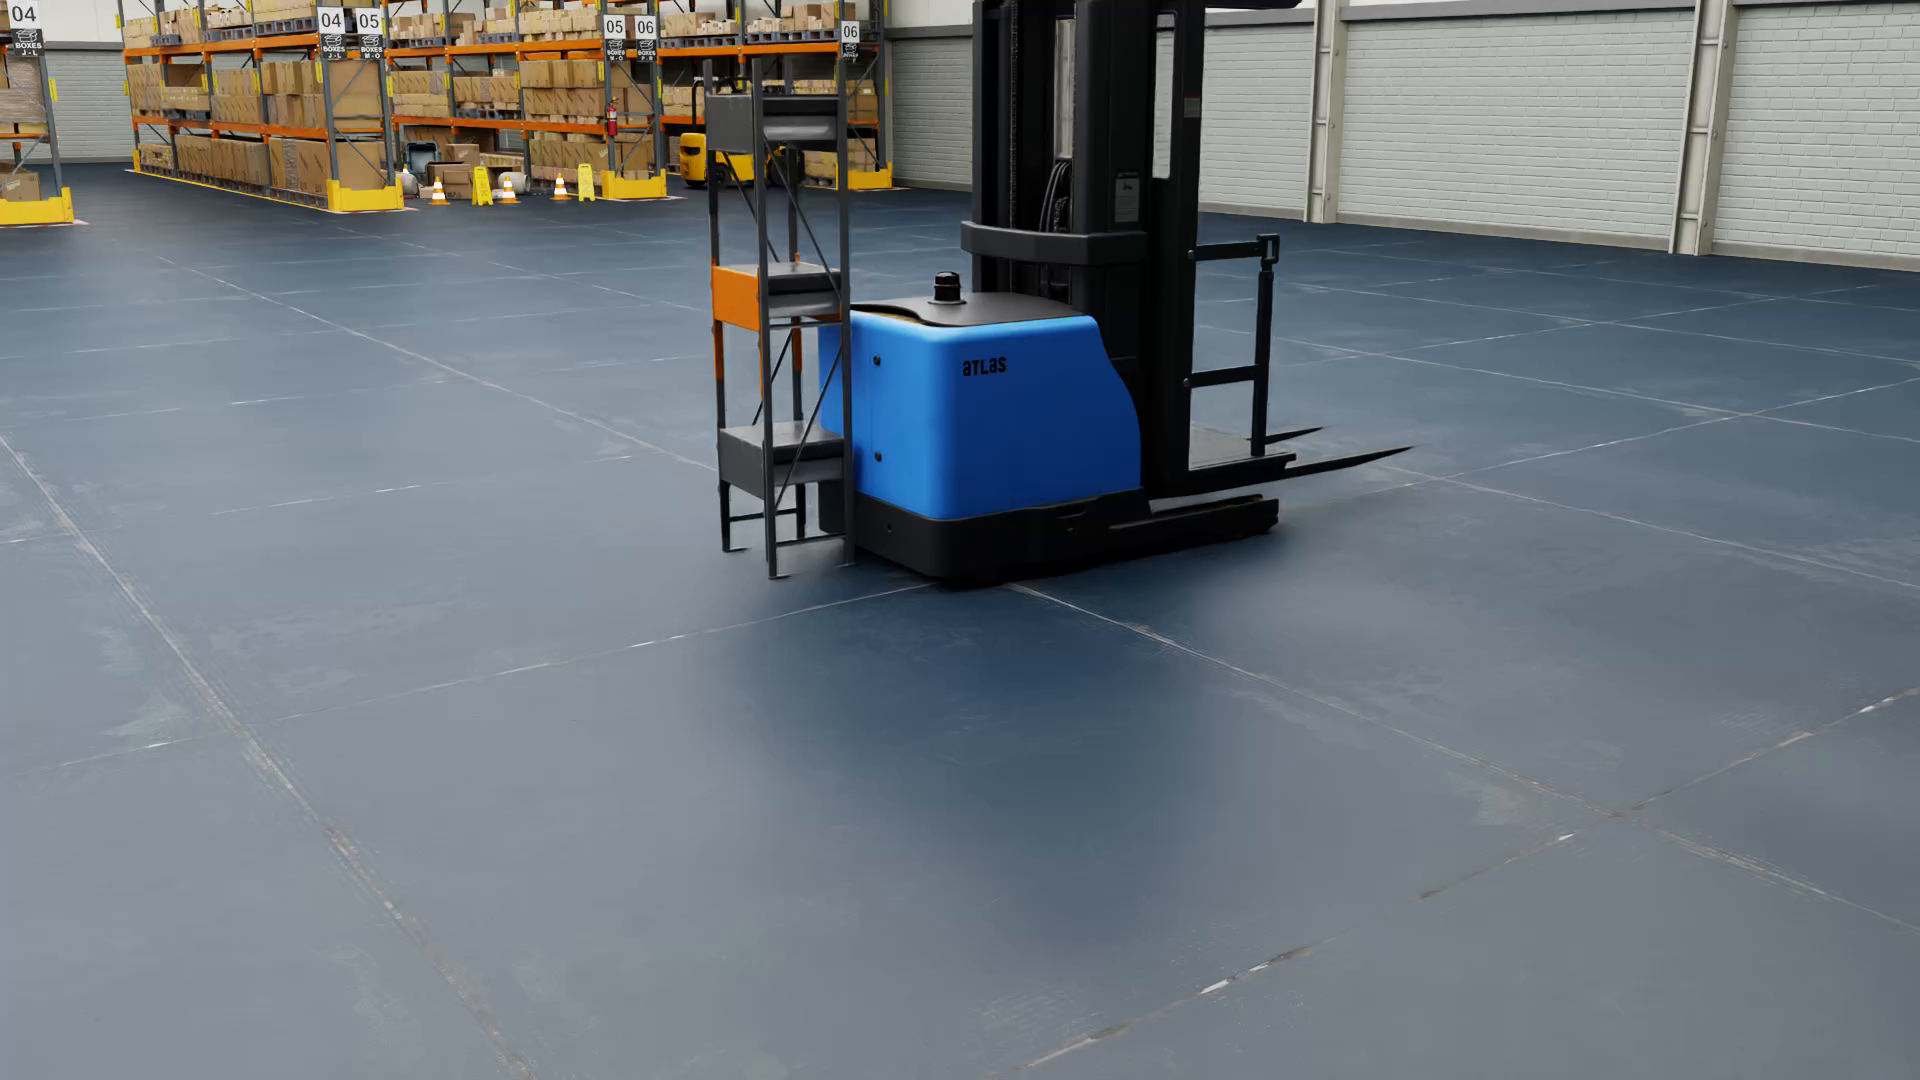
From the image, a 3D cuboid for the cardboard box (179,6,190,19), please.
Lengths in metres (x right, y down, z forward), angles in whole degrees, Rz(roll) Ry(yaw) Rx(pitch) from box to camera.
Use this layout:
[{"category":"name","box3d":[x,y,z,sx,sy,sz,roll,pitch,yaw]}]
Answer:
[{"category":"cardboard box","box3d":[-15.818,-10.850,34.214,0.396,0.266,0.258,-11,19,-35]}]

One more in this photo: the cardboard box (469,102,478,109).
[{"category":"cardboard box","box3d":[-10.204,-9.248,35.363,0.380,0.149,0.250,-11,19,-34]}]

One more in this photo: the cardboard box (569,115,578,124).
[{"category":"cardboard box","box3d":[-7.150,-7.937,31.371,0.380,0.149,0.250,-11,19,-35]}]

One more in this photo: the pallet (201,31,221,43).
[{"category":"pallet","box3d":[-14.176,-9.894,32.721,1.213,0.211,1.003,-10,18,-32]}]

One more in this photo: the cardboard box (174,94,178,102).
[{"category":"cardboard box","box3d":[-16.314,-9.312,35.034,0.380,0.149,0.250,-11,19,-35]}]

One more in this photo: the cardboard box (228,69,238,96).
[{"category":"cardboard box","box3d":[-13.739,-8.884,32.270,0.700,0.500,0.500,-11,19,-35]}]

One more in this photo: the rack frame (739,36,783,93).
[{"category":"rack frame","box3d":[-4.288,-9.375,36.147,1.000,3.000,0.127,-11,19,-35]}]

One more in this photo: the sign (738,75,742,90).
[{"category":"sign","box3d":[-4.721,-9.809,35.690,0.100,0.325,0.005,-11,19,-35]}]

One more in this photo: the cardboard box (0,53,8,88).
[{"category":"cardboard box","box3d":[-14.488,-6.965,24.693,0.500,0.500,0.500,-11,19,-35]}]

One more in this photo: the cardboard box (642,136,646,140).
[{"category":"cardboard box","box3d":[-7.440,-9.722,40.125,0.380,0.149,0.250,-12,19,-36]}]

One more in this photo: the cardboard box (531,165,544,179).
[{"category":"cardboard box","box3d":[-8.172,-7.312,33.024,0.500,0.250,0.500,-12,19,-37]}]

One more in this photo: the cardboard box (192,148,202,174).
[{"category":"cardboard box","box3d":[-15.822,-7.987,35.014,0.500,0.500,0.500,-12,19,-37]}]

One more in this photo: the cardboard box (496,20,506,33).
[{"category":"cardboard box","box3d":[-9.055,-10.392,33.669,0.500,0.250,0.500,-11,19,-34]}]

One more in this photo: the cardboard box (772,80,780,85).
[{"category":"cardboard box","box3d":[-3.714,-9.548,34.799,0.380,0.149,0.250,-11,19,-35]}]

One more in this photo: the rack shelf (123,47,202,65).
[{"category":"rack shelf","box3d":[-18.125,-11.049,37.944,1.077,0.370,4.000,-11,19,-35]}]

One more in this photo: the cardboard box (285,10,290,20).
[{"category":"cardboard box","box3d":[-11.110,-8.826,27.950,0.380,0.149,0.250,-11,19,-34]}]

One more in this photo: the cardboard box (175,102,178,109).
[{"category":"cardboard box","box3d":[-16.317,-9.170,35.079,0.380,0.149,0.250,-11,19,-36]}]

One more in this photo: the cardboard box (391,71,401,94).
[{"category":"cardboard box","box3d":[-12.978,-10.704,38.919,0.500,0.500,0.500,-11,19,-34]}]

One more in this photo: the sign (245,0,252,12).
[{"category":"sign","box3d":[-12.679,-9.576,29.622,0.100,0.325,0.005,-11,19,-35]}]

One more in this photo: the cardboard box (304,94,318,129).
[{"category":"cardboard box","box3d":[-10.489,-7.218,27.983,0.875,0.550,0.550,-11,19,-35]}]

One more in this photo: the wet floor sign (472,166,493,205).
[{"category":"wet floor sign","box3d":[-8.275,-6.125,28.734,0.232,0.644,0.267,14,21,42]}]

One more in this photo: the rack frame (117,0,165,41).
[{"category":"rack frame","box3d":[-19.301,-13.270,39.014,1.000,3.000,0.127,-11,19,-35]}]

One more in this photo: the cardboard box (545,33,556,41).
[{"category":"cardboard box","box3d":[-7.629,-9.536,31.529,0.380,0.149,0.250,-11,19,-36]}]

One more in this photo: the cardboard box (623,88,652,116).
[{"category":"cardboard box","box3d":[-6.003,-8.086,30.683,0.500,0.500,0.500,-11,19,-35]}]

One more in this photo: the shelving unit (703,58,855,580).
[{"category":"shelving unit","box3d":[-0.754,-0.928,6.990,0.431,2.100,0.503,-9,18,-30]}]

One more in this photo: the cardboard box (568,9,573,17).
[{"category":"cardboard box","box3d":[-7.050,-9.774,30.890,0.380,0.149,0.250,-12,19,-36]}]

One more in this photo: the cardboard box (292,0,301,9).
[{"category":"cardboard box","box3d":[-10.701,-8.897,27.453,0.500,0.250,0.500,-11,19,-34]}]

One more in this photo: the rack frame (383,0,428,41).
[{"category":"rack frame","box3d":[-13.005,-13.206,38.779,1.000,3.000,0.127,-11,19,-35]}]

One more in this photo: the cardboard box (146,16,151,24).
[{"category":"cardboard box","box3d":[-17.696,-11.455,36.646,0.380,0.149,0.250,-11,19,-35]}]

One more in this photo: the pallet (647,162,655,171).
[{"category":"pallet","box3d":[-7.048,-9.049,40.240,1.003,0.211,1.213,-11,19,-35]}]

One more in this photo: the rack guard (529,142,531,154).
[{"category":"rack guard","box3d":[-11.299,-10.716,45.780,1.175,0.500,0.348,-11,19,-35]}]

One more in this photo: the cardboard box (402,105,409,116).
[{"category":"cardboard box","box3d":[-12.654,-9.995,38.695,0.500,0.250,0.500,-11,19,-36]}]

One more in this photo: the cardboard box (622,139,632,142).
[{"category":"cardboard box","box3d":[-7.978,-9.611,40.948,0.500,0.500,0.500,-12,19,-37]}]

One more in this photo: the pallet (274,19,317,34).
[{"category":"pallet","box3d":[-11.060,-8.781,28.464,1.003,0.211,1.213,-11,19,-35]}]

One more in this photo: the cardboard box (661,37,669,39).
[{"category":"cardboard box","box3d":[-7.043,-11.834,38.979,0.380,0.149,0.250,-10,18,-33]}]

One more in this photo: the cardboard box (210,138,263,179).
[{"category":"cardboard box","box3d":[-14.312,-7.642,33.280,1.050,0.750,0.750,-11,19,-35]}]

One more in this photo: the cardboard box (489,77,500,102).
[{"category":"cardboard box","box3d":[-9.349,-9.278,34.244,0.500,0.500,0.500,-10,18,-33]}]

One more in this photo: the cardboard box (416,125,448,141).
[{"category":"cardboard box","box3d":[-12.038,-9.178,38.657,0.875,0.875,0.875,-10,18,-33]}]

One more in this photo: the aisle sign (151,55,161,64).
[{"category":"aisle sign","box3d":[-19.101,-11.692,39.690,0.394,0.787,0.004,-11,19,-35]}]

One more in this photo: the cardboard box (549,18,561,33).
[{"category":"cardboard box","box3d":[-7.370,-9.660,31.228,0.500,0.250,0.500,-11,19,-34]}]

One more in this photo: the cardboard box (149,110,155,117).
[{"category":"cardboard box","box3d":[-18.284,-9.748,37.987,0.380,0.149,0.250,-10,18,-33]}]

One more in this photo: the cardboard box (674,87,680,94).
[{"category":"cardboard box","box3d":[-6.361,-10.369,38.360,0.380,0.149,0.250,-10,18,-33]}]

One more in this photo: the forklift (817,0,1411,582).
[{"category":"forklift","box3d":[0.866,-1.520,7.579,3.031,2.935,1.130,-10,18,-33]}]

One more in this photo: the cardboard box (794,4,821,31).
[{"category":"cardboard box","box3d":[-2.915,-10.558,33.612,0.700,0.500,0.500,-11,19,-34]}]

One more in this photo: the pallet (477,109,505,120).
[{"category":"pallet","box3d":[-9.456,-8.949,34.954,1.003,0.211,1.213,-11,19,-35]}]

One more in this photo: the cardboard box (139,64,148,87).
[{"category":"cardboard box","box3d":[-18.360,-10.584,37.916,0.500,0.500,0.500,-12,19,-36]}]

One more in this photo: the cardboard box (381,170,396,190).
[{"category":"cardboard box","box3d":[-10.503,-6.437,30.144,0.500,0.500,0.500,-7,17,-25]}]

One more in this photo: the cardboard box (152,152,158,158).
[{"category":"cardboard box","box3d":[-18.574,-8.976,38.732,0.380,0.149,0.250,-12,19,-37]}]

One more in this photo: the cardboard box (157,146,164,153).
[{"category":"cardboard box","box3d":[-18.027,-8.884,37.830,0.380,0.149,0.250,-12,19,-37]}]

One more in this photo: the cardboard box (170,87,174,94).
[{"category":"cardboard box","box3d":[-16.476,-9.513,35.205,0.380,0.149,0.250,-11,19,-35]}]

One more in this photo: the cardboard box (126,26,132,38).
[{"category":"cardboard box","box3d":[-18.945,-11.747,38.467,0.500,0.250,0.500,-11,19,-35]}]

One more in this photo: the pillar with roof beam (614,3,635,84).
[{"category":"pillar with roof beam","box3d":[-12.154,-13.597,40.210,9.100,9.000,0.400,-11,19,-35]}]

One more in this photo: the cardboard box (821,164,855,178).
[{"category":"cardboard box","box3d":[-2.468,-7.449,33.522,0.500,0.250,0.500,-11,19,-34]}]
